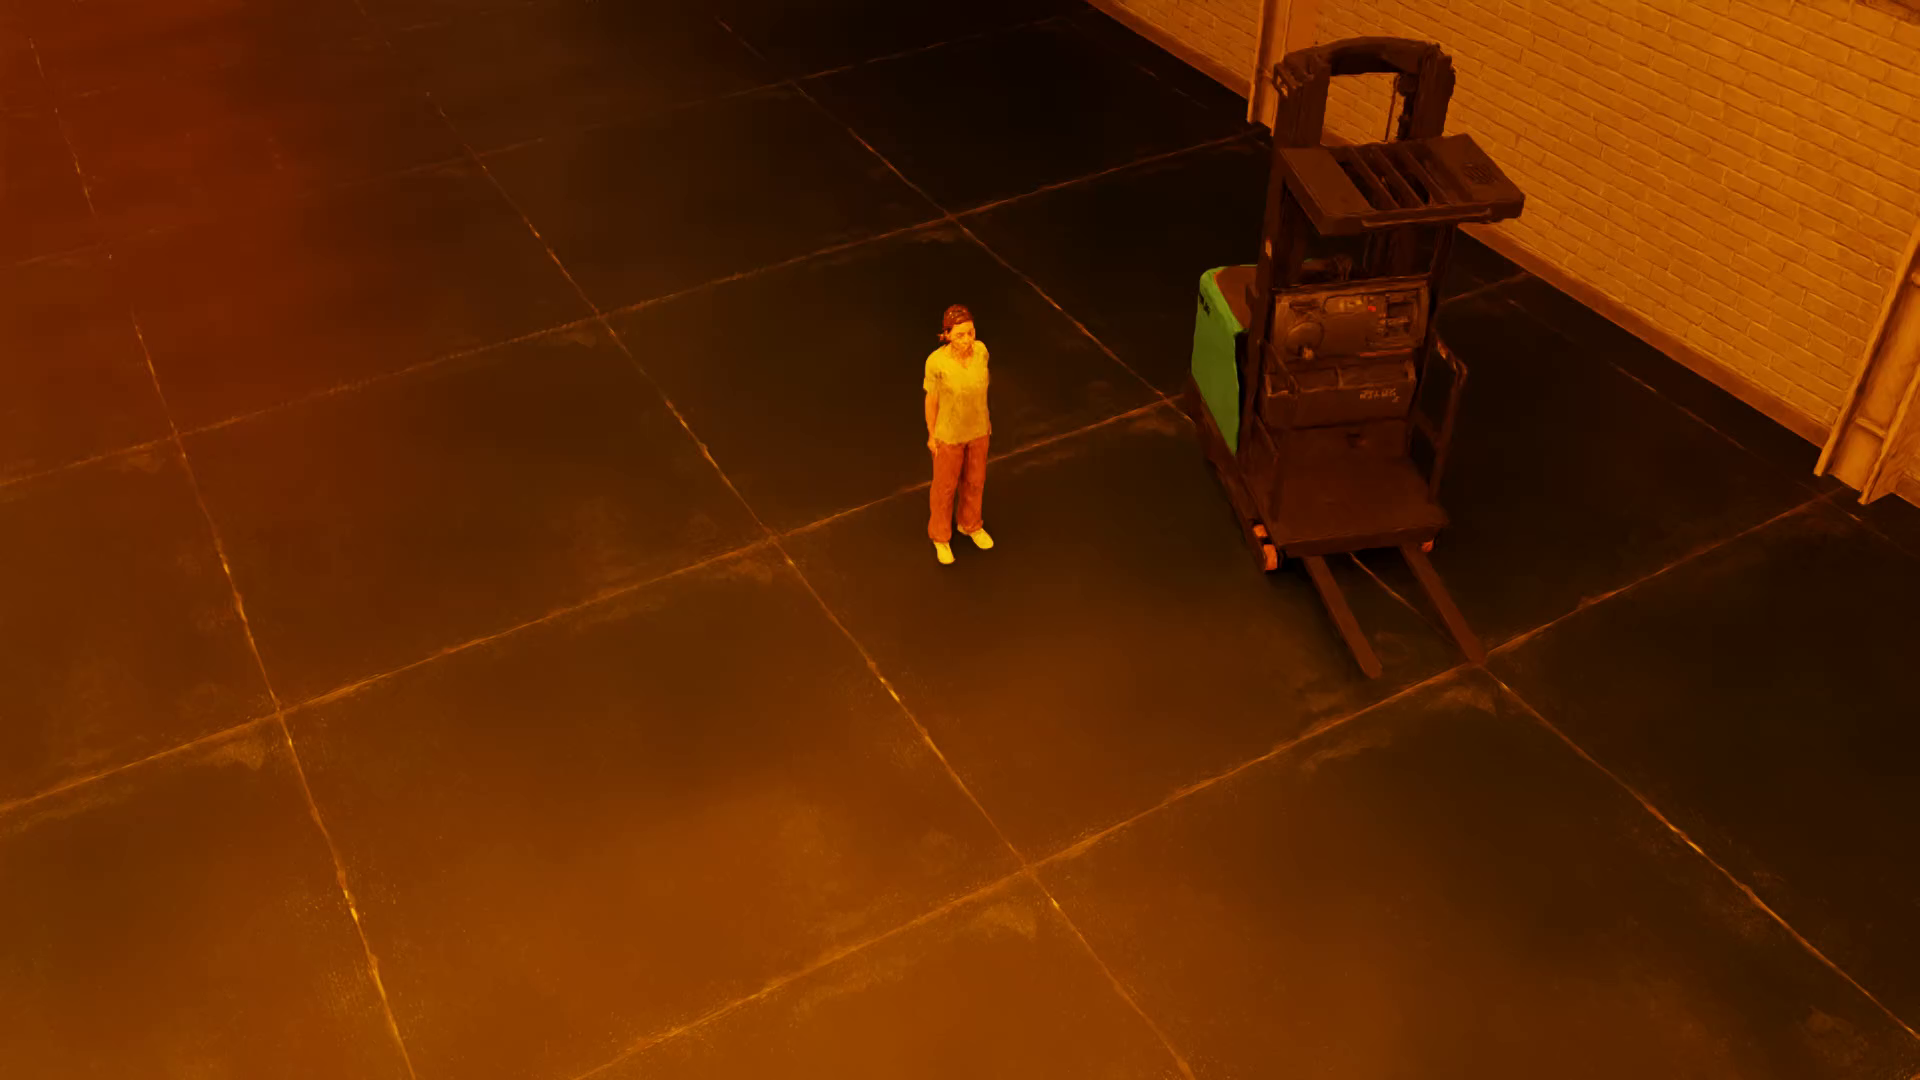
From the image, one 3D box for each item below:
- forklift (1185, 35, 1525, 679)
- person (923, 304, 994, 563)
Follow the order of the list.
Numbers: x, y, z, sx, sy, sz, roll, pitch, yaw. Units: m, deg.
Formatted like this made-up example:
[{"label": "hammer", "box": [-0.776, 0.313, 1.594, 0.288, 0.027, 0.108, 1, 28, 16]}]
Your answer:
[{"label": "forklift", "box": [2.306, -1.191, 9.473, 1.130, 2.935, 3.031, -7, 40, -8]}, {"label": "person", "box": [0.006, -0.639, 9.793, 0.429, 1.673, 0.365, -20, 44, -23]}]
